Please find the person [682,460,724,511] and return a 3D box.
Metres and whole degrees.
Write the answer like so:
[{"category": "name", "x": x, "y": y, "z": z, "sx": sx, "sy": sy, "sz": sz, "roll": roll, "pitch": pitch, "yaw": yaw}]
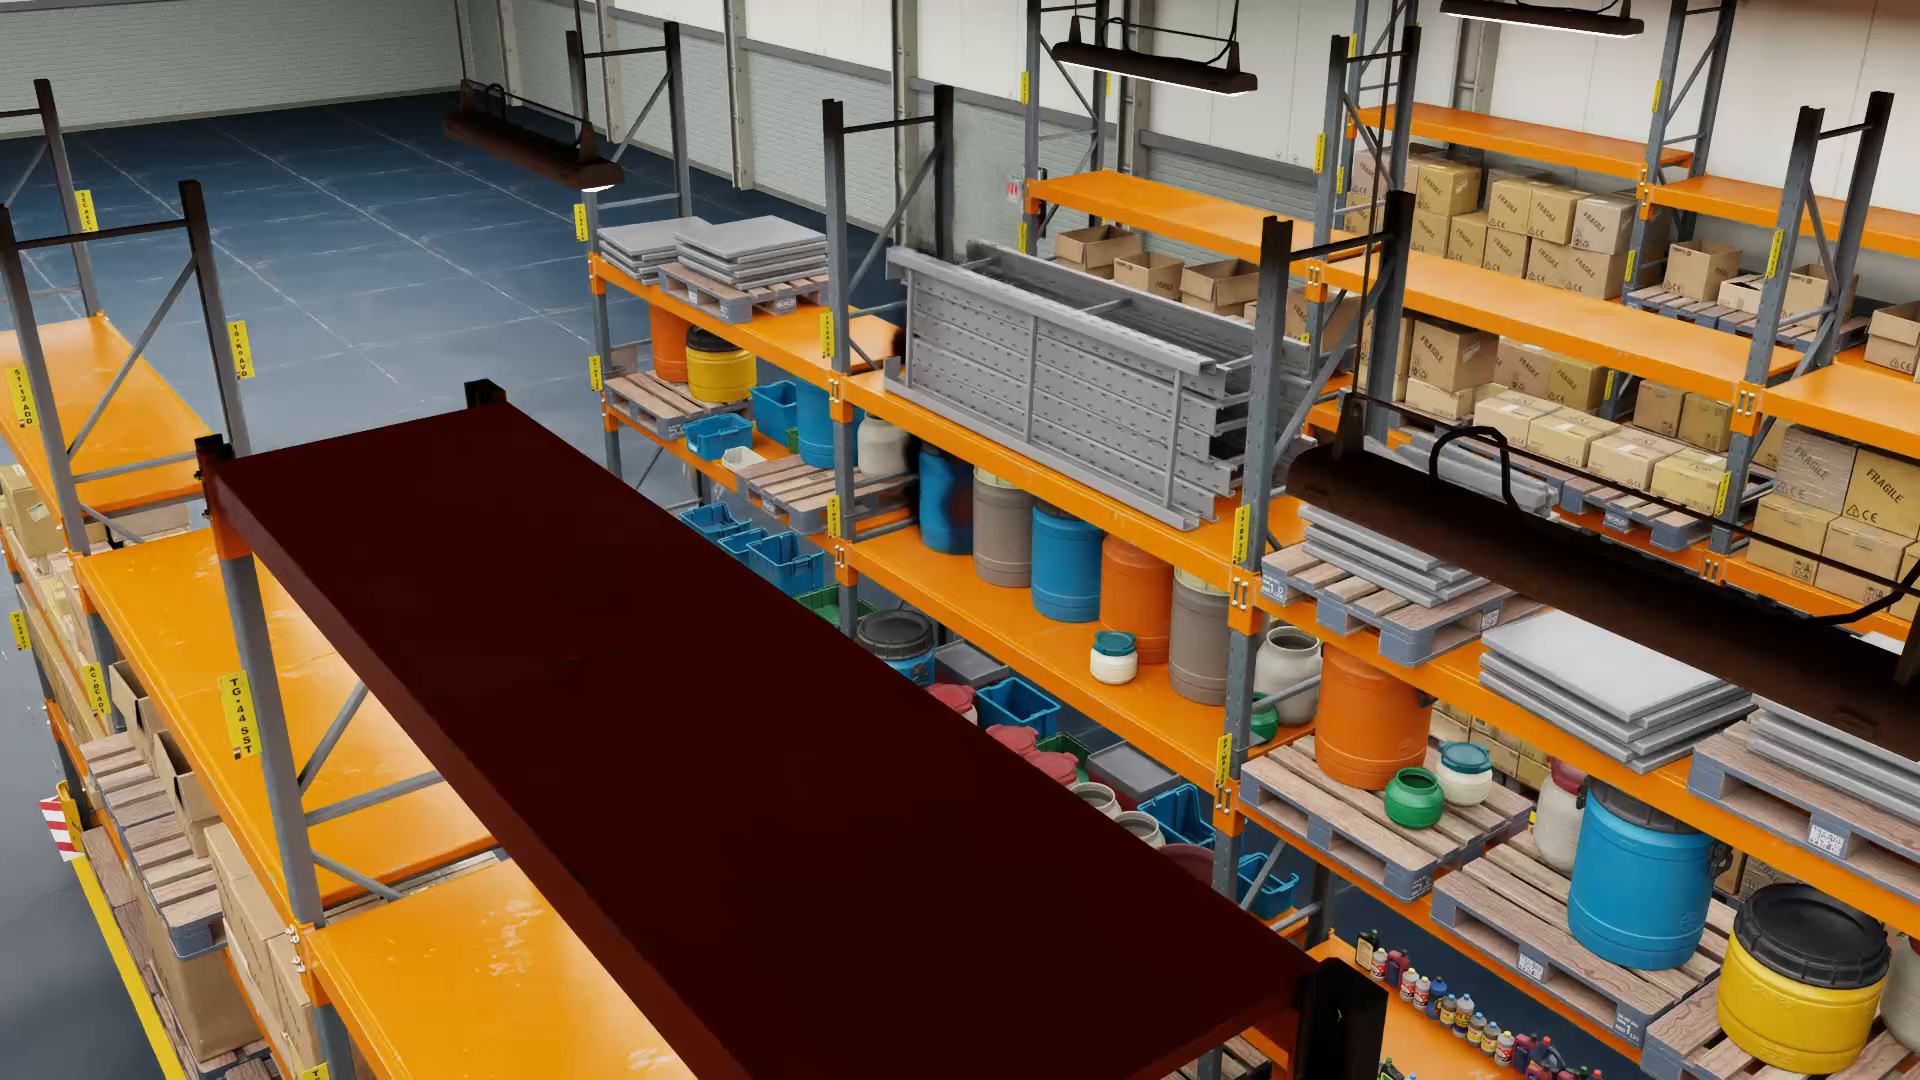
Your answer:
[{"category": "person", "x": -3.047, "y": -1.089, "z": 19.385, "sx": 0.587, "sy": 1.671, "sz": 0.452, "roll": -3, "pitch": 25, "yaw": -7}]
